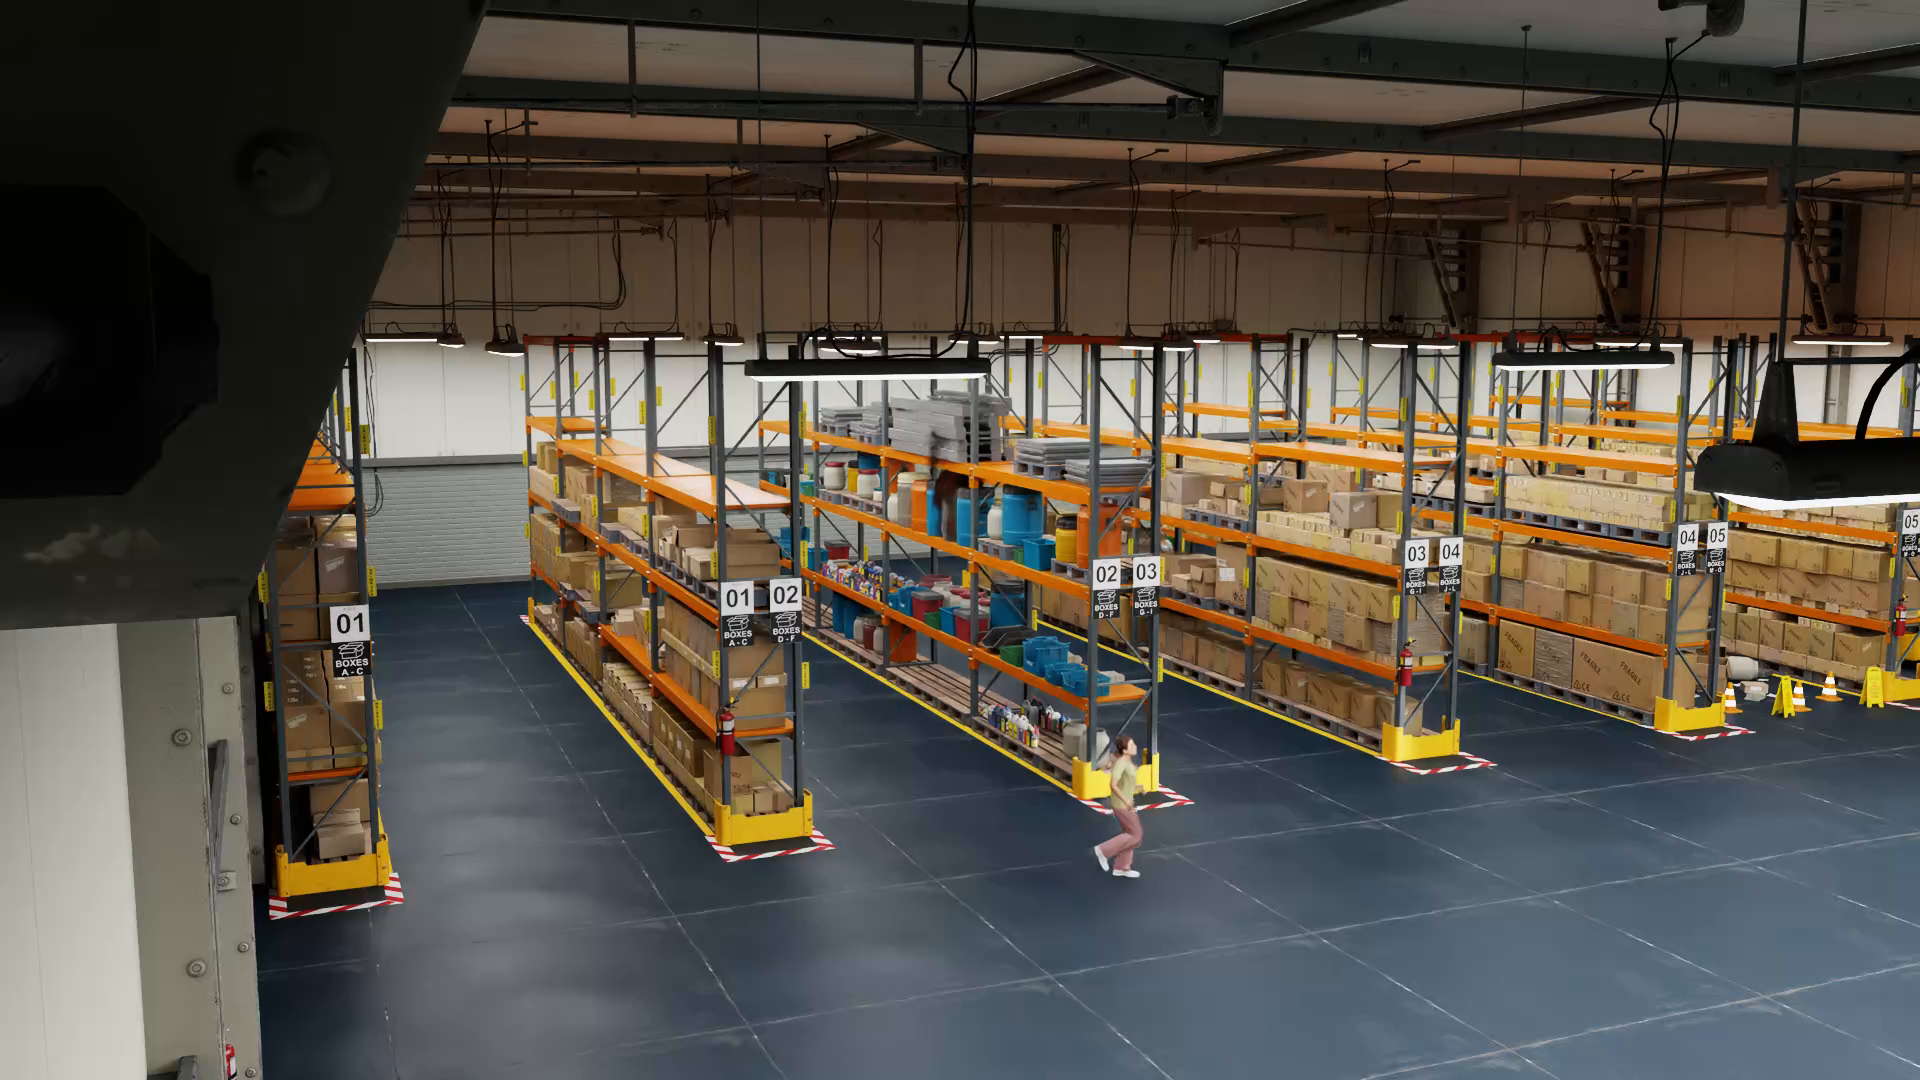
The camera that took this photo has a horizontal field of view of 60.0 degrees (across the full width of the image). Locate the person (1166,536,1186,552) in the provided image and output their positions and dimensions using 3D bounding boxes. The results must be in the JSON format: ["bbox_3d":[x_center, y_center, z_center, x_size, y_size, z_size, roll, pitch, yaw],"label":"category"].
[{"bbox_3d":[5.384,-0.085,41.564,0.876,1.844,0.643,-5,9,-33],"label":"person"}]

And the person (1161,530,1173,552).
[{"bbox_3d":[4.601,0.550,37.579,0.551,1.533,0.790,-2,8,-13],"label":"person"}]

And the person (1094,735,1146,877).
[{"bbox_3d":[1.833,3.024,18.938,0.576,1.639,0.574,1,8,5],"label":"person"}]

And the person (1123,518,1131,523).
[{"bbox_3d":[3.884,0.311,39.122,0.611,1.675,0.713,0,8,1],"label":"person"}]
